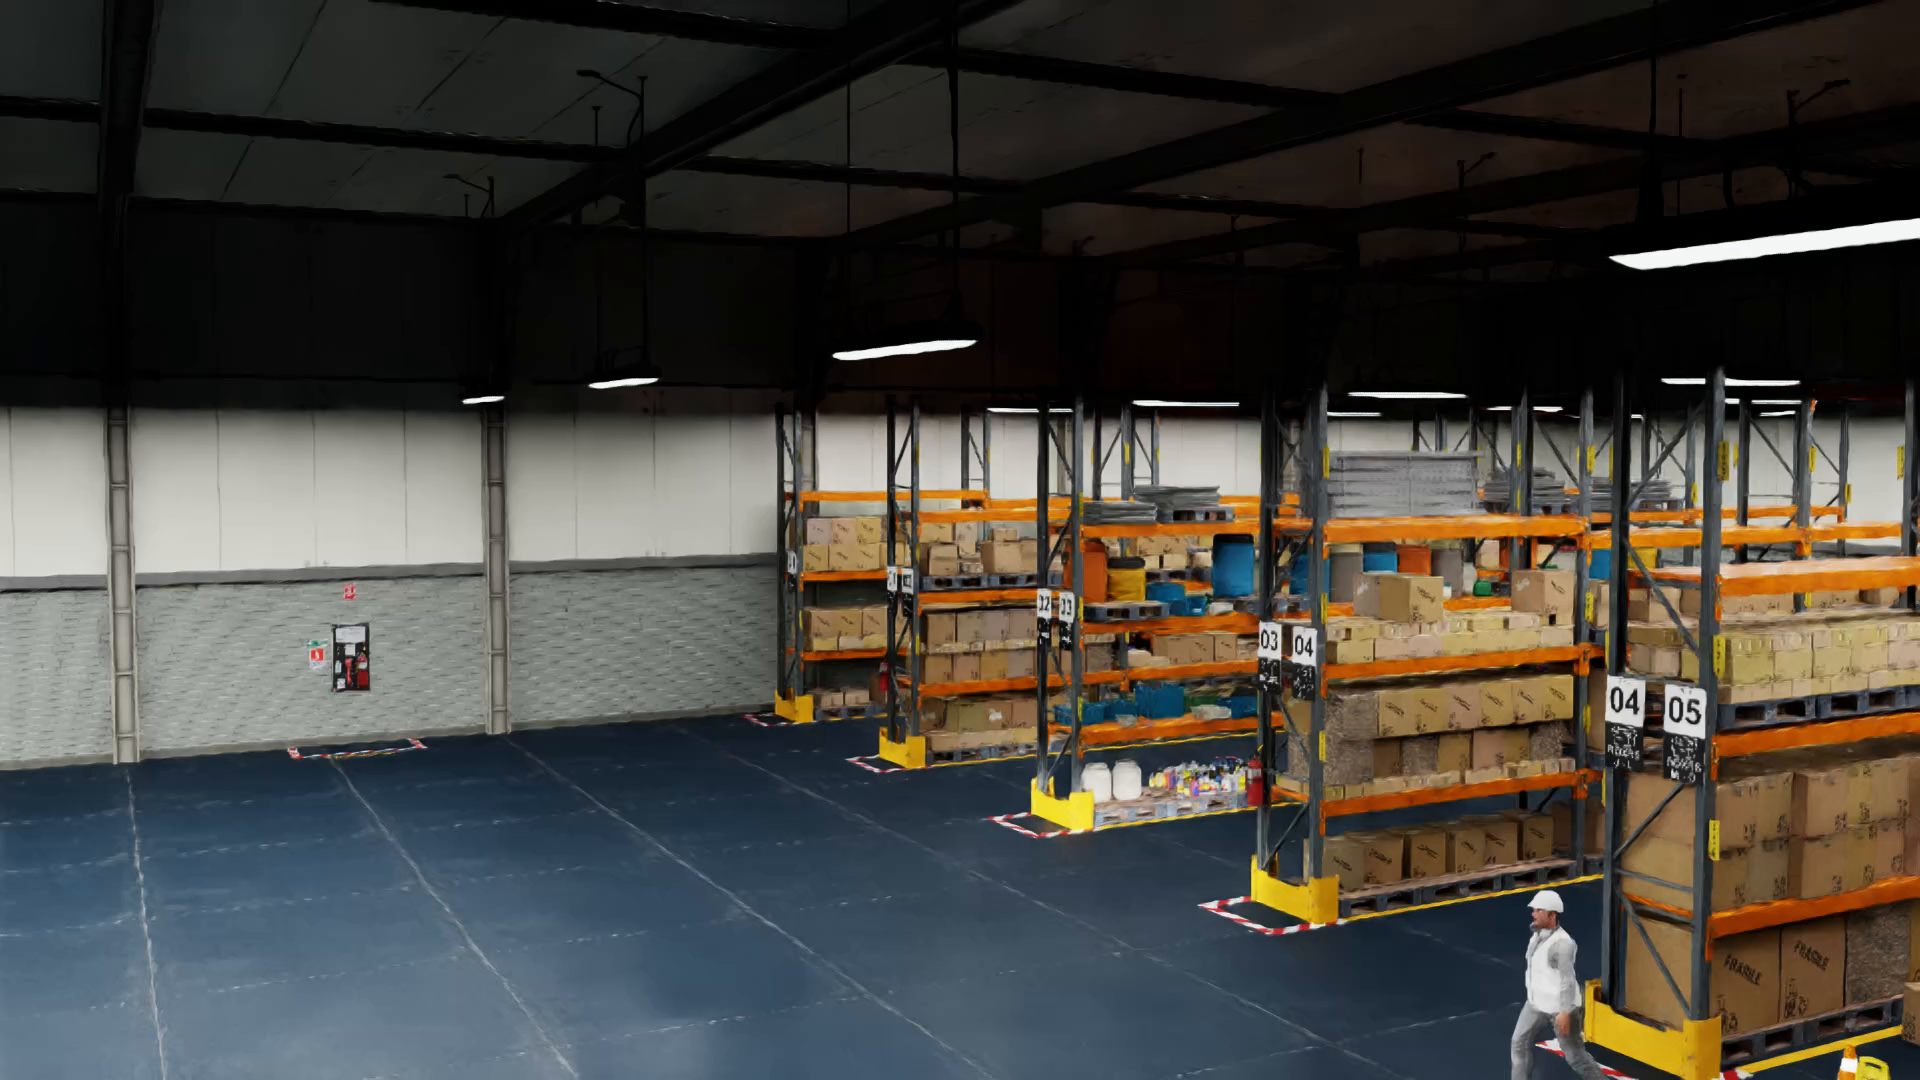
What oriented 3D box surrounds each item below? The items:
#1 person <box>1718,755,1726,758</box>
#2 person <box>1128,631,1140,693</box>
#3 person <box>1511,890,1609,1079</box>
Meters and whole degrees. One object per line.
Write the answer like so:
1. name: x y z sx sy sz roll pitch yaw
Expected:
1. person: 9.016 3.202 19.661 0.578 1.714 0.719 -2 4 -30
2. person: 3.237 2.541 31.497 0.415 1.661 0.499 2 4 31
3. person: 4.619 3.570 12.861 0.926 1.736 0.560 -1 3 -11
